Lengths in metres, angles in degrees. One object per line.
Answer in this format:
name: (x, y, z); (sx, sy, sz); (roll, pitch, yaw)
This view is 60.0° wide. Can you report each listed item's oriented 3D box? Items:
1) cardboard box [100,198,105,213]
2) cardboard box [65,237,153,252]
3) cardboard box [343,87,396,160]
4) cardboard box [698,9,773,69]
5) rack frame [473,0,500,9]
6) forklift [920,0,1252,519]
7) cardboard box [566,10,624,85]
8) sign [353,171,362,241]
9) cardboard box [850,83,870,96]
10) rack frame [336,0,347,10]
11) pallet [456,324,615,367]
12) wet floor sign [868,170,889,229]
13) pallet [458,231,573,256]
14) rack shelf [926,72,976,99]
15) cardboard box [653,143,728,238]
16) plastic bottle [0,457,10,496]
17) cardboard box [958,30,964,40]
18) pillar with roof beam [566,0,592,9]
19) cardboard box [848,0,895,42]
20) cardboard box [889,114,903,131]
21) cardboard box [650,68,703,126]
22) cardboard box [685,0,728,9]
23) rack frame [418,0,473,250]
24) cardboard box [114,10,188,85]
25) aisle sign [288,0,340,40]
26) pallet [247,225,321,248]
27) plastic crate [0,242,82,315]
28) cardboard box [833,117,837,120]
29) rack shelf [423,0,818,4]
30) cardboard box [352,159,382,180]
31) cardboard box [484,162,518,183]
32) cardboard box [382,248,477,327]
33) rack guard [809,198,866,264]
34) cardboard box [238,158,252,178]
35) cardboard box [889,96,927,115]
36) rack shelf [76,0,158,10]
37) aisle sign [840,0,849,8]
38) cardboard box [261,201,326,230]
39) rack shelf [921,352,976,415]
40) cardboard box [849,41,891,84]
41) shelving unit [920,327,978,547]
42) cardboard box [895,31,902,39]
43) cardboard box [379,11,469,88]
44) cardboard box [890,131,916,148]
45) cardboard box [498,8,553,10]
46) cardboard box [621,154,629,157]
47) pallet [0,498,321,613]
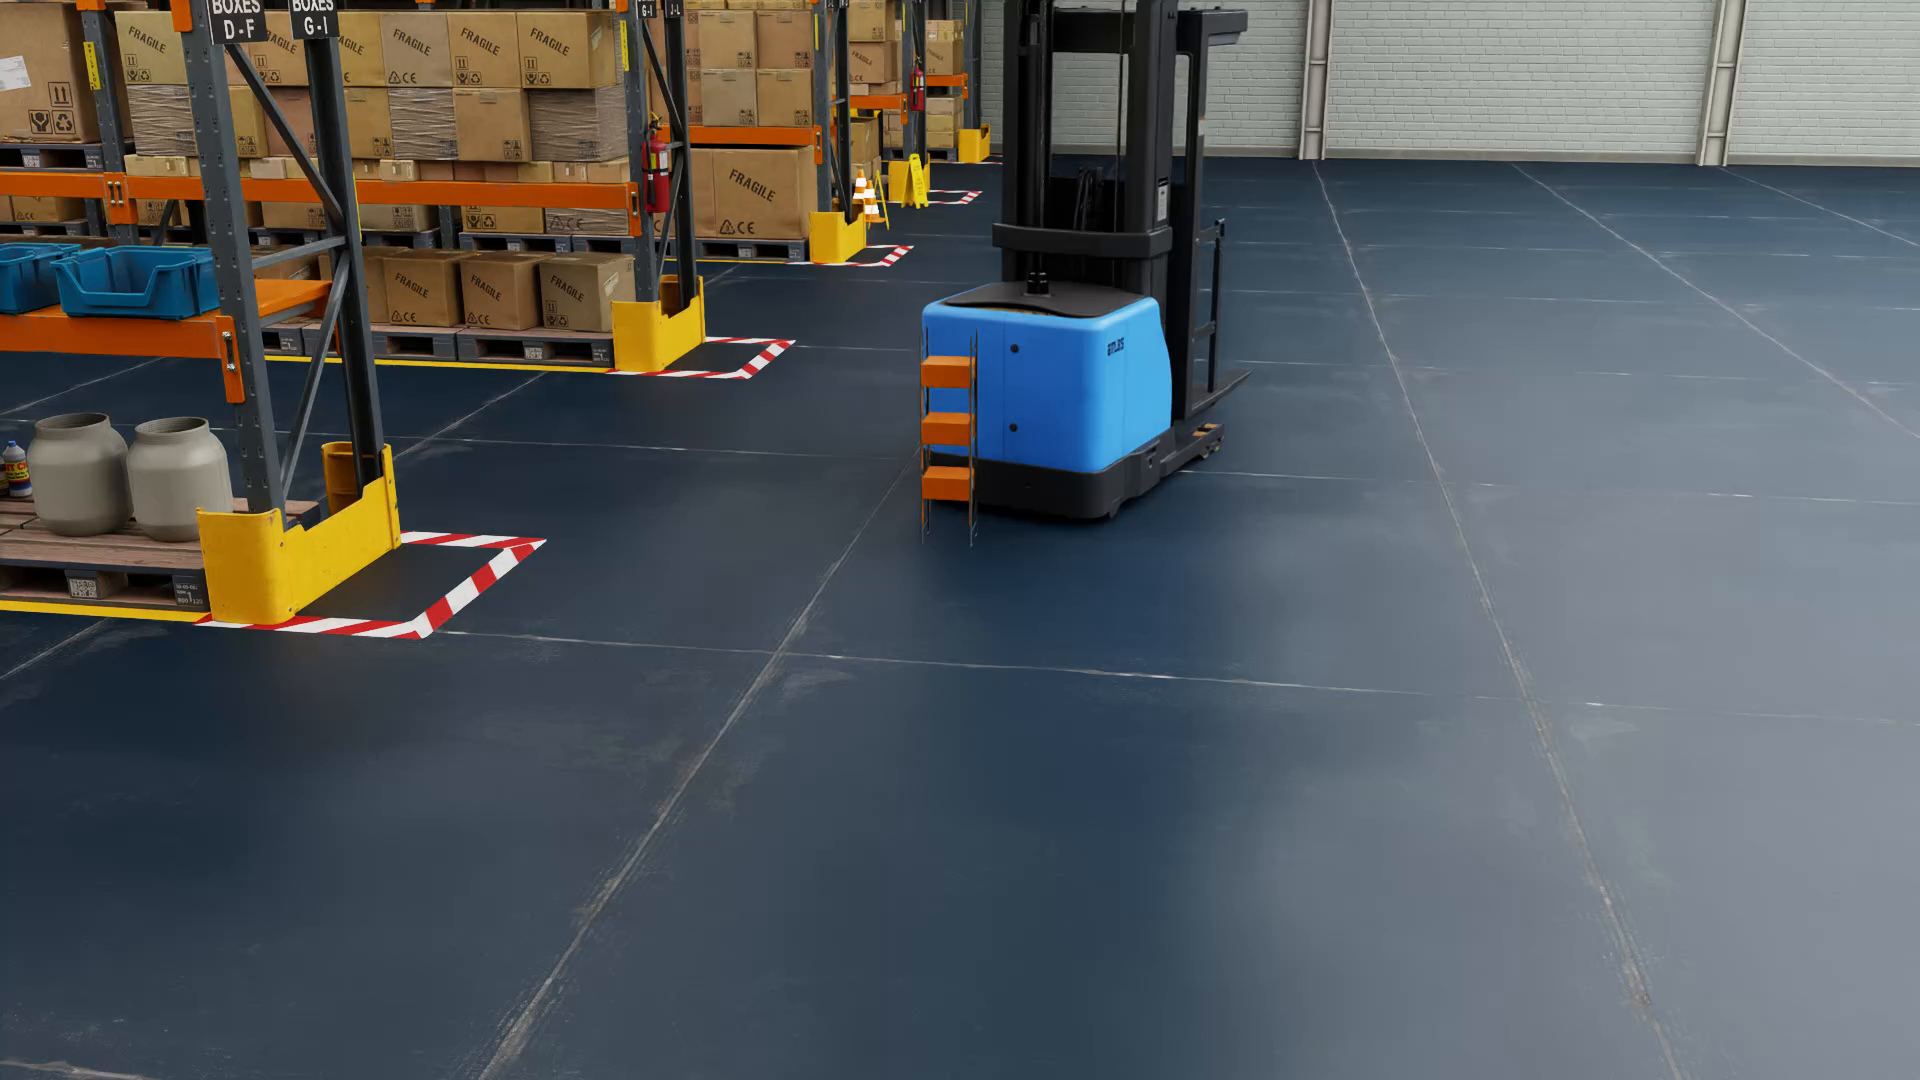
cardboard box: (-9.824, -3.885, 18.466); (0.500, 0.500, 0.500); (2, 19, 6)
cardboard box: (-6.706, -2.067, 12.999); (0.500, 0.500, 0.700); (1, 19, 4)
cardboard box: (-4.184, -3.085, 12.168); (0.500, 0.500, 0.875); (3, 19, 9)
cardboard box: (-2.185, -4.966, 16.481); (0.550, 0.550, 0.875); (3, 19, 9)
rack frame: (-7.697, -7.867, 27.089); (0.127, 3.000, 1.000); (3, 19, 9)
forklift: (0.921, -1.919, 9.420); (1.130, 2.935, 3.031); (9, 21, 26)
cardboard box: (-2.654, -3.580, 12.075); (0.500, 0.500, 0.500); (3, 19, 9)
sign: (-2.848, -1.556, 7.791); (0.005, 0.325, 0.100); (3, 19, 9)
cardboard box: (-1.253, -5.720, 21.067); (0.250, 0.149, 0.380); (3, 19, 8)
rack frame: (-8.481, -6.312, 22.441); (0.127, 3.000, 1.000); (3, 19, 9)
pallet: (-3.025, -1.538, 12.568); (1.213, 0.211, 1.003); (3, 19, 9)
wet floor sign: (-0.925, -3.856, 18.810); (0.232, 0.644, 0.267); (0, 19, -1)
pallet: (-4.478, -3.170, 17.444); (1.213, 0.211, 1.003); (3, 19, 9)
rack shelf: (-1.773, -7.224, 26.300); (4.000, 0.370, 1.077); (3, 19, 9)
cardboard box: (-2.816, -3.602, 17.028); (0.875, 0.875, 0.875); (3, 19, 8)
plastic bottle: (-4.782, -0.329, 8.275); (0.097, 0.201, 0.097); (0, 18, 0)
cardboard box: (-0.092, -7.918, 26.061); (0.250, 0.149, 0.380); (2, 19, 7)
pillar with roof beam: (-6.950, -9.580, 22.754); (0.400, 9.000, 9.100); (3, 19, 9)
cardboard box: (-1.121, -6.529, 20.888); (0.500, 0.500, 0.700); (2, 19, 7)
cardboard box: (-0.822, -6.552, 26.042); (0.500, 0.250, 0.500); (3, 19, 8)
cardboard box: (-2.720, -4.518, 16.841); (0.550, 0.550, 0.875); (3, 19, 9)
cardboard box: (-3.139, -6.617, 21.150); (0.500, 0.500, 0.700); (3, 19, 7)
rack frame: (-5.217, -4.555, 17.189); (0.127, 3.000, 1.000); (3, 19, 9)
cardboard box: (-5.699, -3.566, 12.033); (0.500, 0.500, 0.500); (3, 19, 9)
aisle sign: (-2.822, -2.574, 7.172); (0.004, 0.787, 0.394); (3, 19, 9)
pallet: (-7.199, -3.308, 17.858); (1.213, 0.211, 1.003); (3, 19, 9)
plastic crate: (-4.121, -1.148, 7.243); (0.408, 0.251, 0.499); (3, 19, 9)
cardboard box: (-1.875, -5.313, 21.946); (0.500, 0.500, 0.500); (2, 19, 7)
rack shelf: (-3.242, -5.536, 16.526); (4.000, 0.370, 1.077); (3, 19, 9)
cardboard box: (-4.201, -2.712, 12.078); (0.250, 0.149, 0.380); (3, 19, 9)
cardboard box: (-3.214, -2.662, 11.927); (0.250, 0.149, 0.380); (3, 19, 9)
cardboard box: (-3.978, -1.912, 12.568); (0.500, 0.500, 0.500); (5, 19, 14)
rack guard: (-1.244, -3.167, 16.980); (0.348, 0.500, 1.175); (3, 19, 9)
cardboard box: (-5.194, -2.752, 12.196); (0.250, 0.149, 0.380); (3, 19, 9)
cardboard box: (-0.808, -6.783, 25.945); (0.500, 0.250, 0.500); (3, 19, 10)
rack shelf: (-8.078, -4.188, 12.499); (4.000, 0.370, 1.077); (3, 19, 9)
aisle sign: (-1.150, -5.677, 16.445); (0.004, 0.787, 0.394); (3, 19, 9)
cardboard box: (-6.796, -3.740, 17.637); (0.750, 0.750, 1.050); (3, 19, 9)
rack shelf: (-0.053, -0.760, 8.058); (0.240, 0.259, 0.215); (3, 19, 9)
cardboard box: (-1.161, -6.039, 20.998); (0.500, 0.500, 0.500); (3, 19, 8)
shelving unit: (-0.053, -0.501, 8.145); (0.252, 1.050, 0.215); (3, 19, 9)
cardboard box: (-0.931, -7.801, 25.711); (0.250, 0.149, 0.380); (3, 19, 8)
cardboard box: (-3.724, -3.467, 11.735); (0.500, 0.500, 0.500); (3, 19, 9)
cardboard box: (-0.802, -6.313, 26.114); (0.500, 0.250, 0.500); (3, 19, 9)
cardboard box: (-4.296, -5.118, 16.932); (0.550, 0.550, 0.875); (3, 19, 9)
cardboard box: (-2.397, -2.775, 12.264); (0.250, 0.149, 0.380); (3, 19, 9)
pallet: (-3.823, 0.038, 7.858); (1.213, 0.211, 1.003); (3, 19, 9)
